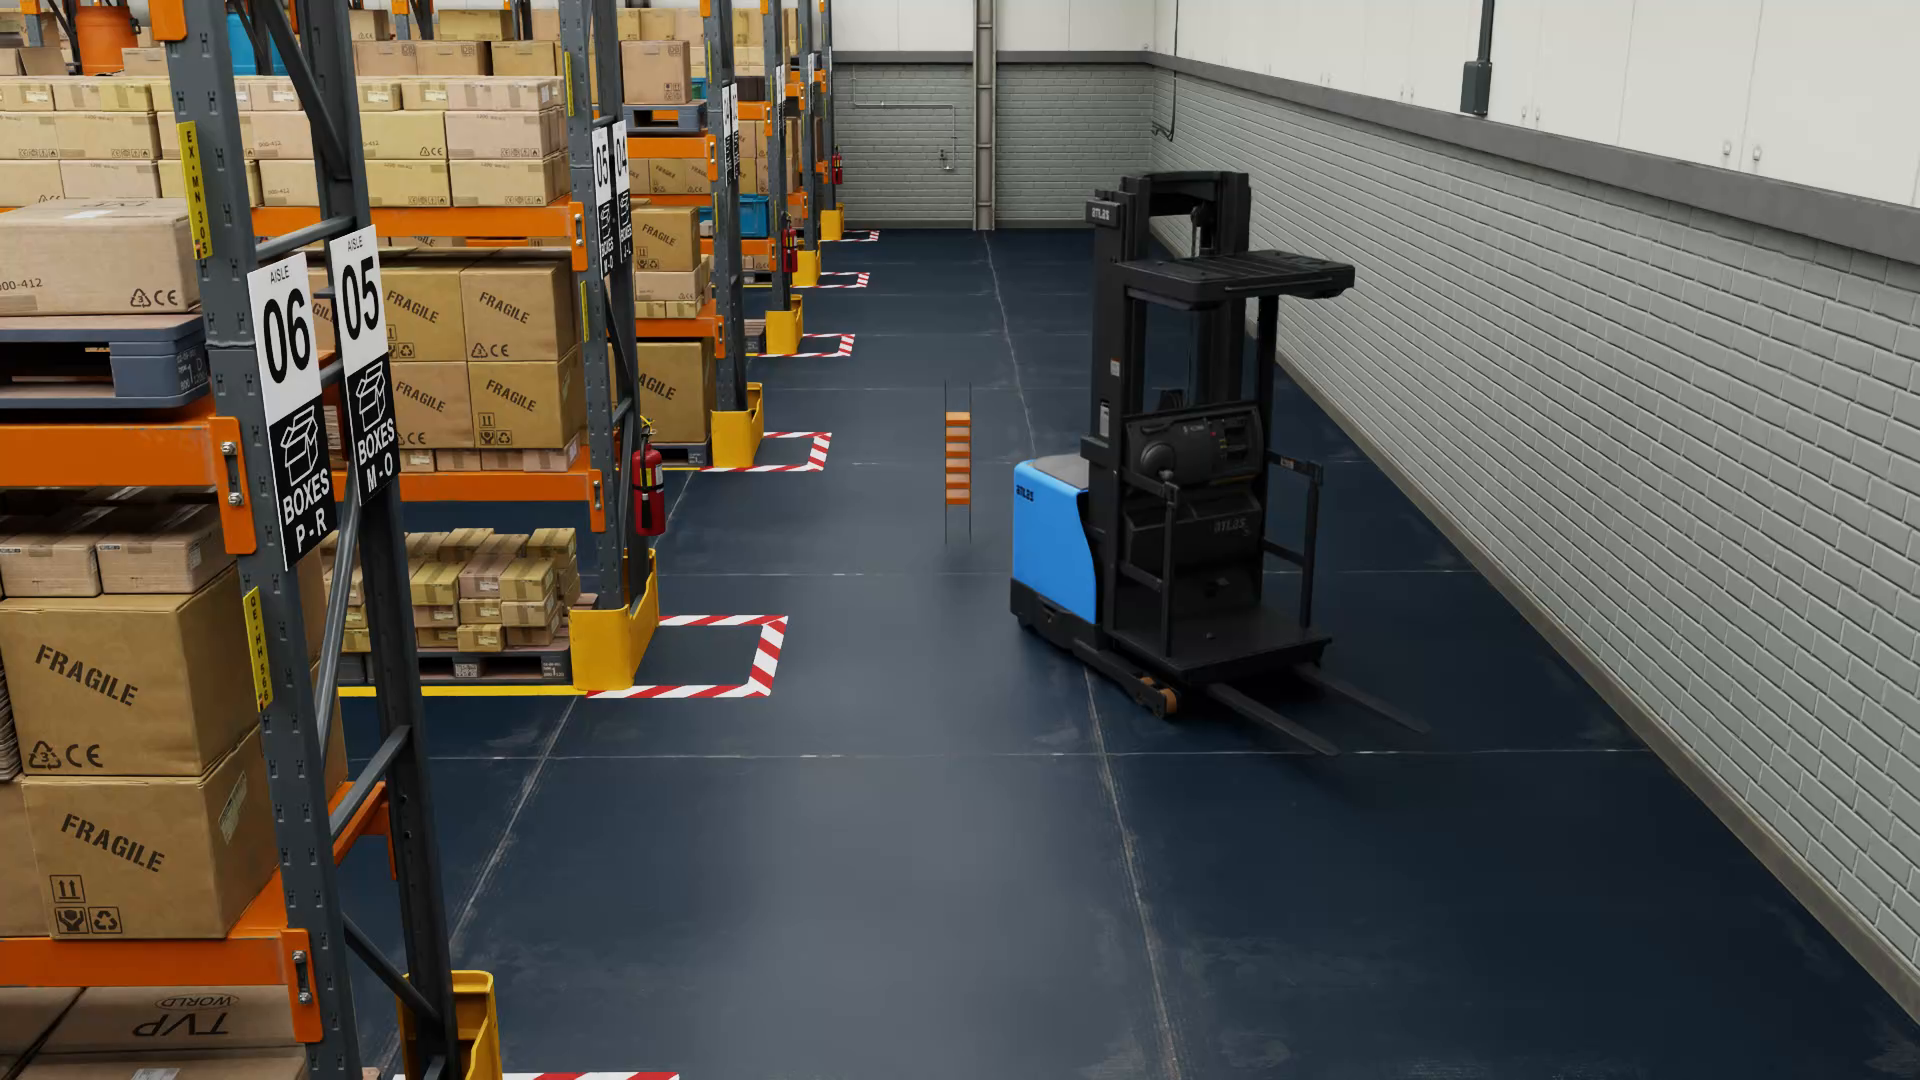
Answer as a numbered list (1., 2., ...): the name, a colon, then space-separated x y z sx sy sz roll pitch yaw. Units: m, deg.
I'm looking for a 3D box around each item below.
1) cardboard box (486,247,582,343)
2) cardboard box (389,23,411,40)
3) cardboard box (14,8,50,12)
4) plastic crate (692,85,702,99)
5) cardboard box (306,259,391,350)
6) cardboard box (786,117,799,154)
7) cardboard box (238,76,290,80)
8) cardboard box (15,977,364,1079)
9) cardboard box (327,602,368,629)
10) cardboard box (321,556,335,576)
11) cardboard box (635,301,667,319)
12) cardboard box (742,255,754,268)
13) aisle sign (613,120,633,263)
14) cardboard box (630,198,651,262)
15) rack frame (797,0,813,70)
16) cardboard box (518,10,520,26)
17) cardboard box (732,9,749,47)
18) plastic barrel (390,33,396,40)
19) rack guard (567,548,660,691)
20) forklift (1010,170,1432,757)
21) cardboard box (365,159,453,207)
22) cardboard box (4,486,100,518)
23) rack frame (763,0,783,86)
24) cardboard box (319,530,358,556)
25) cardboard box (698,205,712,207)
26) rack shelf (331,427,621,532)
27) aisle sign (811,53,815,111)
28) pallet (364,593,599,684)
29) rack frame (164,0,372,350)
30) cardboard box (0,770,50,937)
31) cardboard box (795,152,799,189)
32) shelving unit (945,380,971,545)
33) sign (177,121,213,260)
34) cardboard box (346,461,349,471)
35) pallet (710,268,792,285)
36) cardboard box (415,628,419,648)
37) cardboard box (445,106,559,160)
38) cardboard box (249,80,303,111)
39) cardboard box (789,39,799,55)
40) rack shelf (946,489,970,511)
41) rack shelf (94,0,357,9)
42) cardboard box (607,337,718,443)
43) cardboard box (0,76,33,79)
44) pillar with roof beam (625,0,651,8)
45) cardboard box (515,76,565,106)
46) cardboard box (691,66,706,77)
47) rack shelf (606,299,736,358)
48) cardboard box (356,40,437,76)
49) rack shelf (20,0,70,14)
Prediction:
1. cardboard box: -2.500 -1.465 9.916 0.500 0.500 0.500 0 18 -1
2. cardboard box: -8.014 -6.979 23.466 0.600 0.600 0.600 -1 18 -3
3. cardboard box: -15.304 -8.587 27.662 0.500 0.500 0.500 1 18 2
4. plastic crate: -3.084 -4.984 18.610 0.336 0.188 0.450 0 18 -1
5. cardboard box: -3.527 -1.300 9.402 0.500 0.500 0.500 1 18 2
6. cardboard box: -2.624 -5.864 24.115 0.500 0.500 0.500 0 18 1
7. cardboard box: -3.927 -2.575 9.527 0.250 0.149 0.380 0 18 1
8. cardboard box: -2.526 1.844 5.394 0.875 0.438 0.875 -1 18 -3
9. cardboard box: -3.607 0.394 9.900 0.250 0.149 0.380 0 18 0
10. cardboard box: -3.874 0.225 9.942 0.250 0.149 0.380 -1 18 -3
11. cardboard box: -2.635 -2.012 14.321 0.250 0.149 0.380 0 18 0
12. cardboard box: -3.123 -4.070 24.241 0.250 0.166 0.380 0 18 -1
13. aisle sign: -1.978 -2.050 9.773 0.004 0.787 0.394 0 18 -1
14. cardboard box: -3.008 -2.741 14.712 0.500 0.500 0.500 -1 18 -2
15. rack frame: -2.176 -8.118 23.123 0.127 3.000 1.000 0 18 -1
16. cardboard box: -7.692 -8.826 28.129 0.500 0.250 0.500 -1 18 -3
17. cardboard box: -3.191 -7.230 23.463 0.500 0.500 0.700 0 18 -1
18. plastic barrel: -6.632 -5.496 18.950 0.433 0.535 0.433 0 18 0
19. rack guard: -2.123 0.470 10.264 0.348 0.500 1.175 0 18 -1
20. forklift: 1.465 -0.545 9.448 1.130 2.935 3.031 -9 20 -27
21. cardboard box: -3.007 -1.990 9.175 0.500 0.250 0.500 0 18 -1
22. cardboard box: -2.749 -0.135 5.197 0.250 0.149 0.380 0 18 1
23. rack frame: -2.102 -6.605 18.406 0.127 3.000 1.000 0 18 -1
24. cardboard box: -3.891 0.065 10.441 0.250 0.149 0.380 0 18 0
25. cardboard box: -4.493 -5.740 28.936 0.500 0.500 0.700 0 18 0
26. rack shelf: -4.046 -0.368 9.963 4.000 0.370 1.077 0 18 -1
27. aisle sign: -2.113 -6.589 23.922 0.004 0.787 0.394 0 18 -1
28. pallet: -2.935 0.601 10.330 1.213 0.211 1.003 0 18 -1
29. rack frame: -1.867 -2.066 4.256 0.127 3.000 1.000 0 18 -1
30. cardboard box: -2.848 0.824 4.904 0.500 0.500 0.500 -1 18 -2
31. cardboard box: -2.624 -5.388 24.268 0.500 0.500 0.500 0 18 0
32. shelving unit: -0.014 -0.571 12.364 0.189 1.200 0.258 0 18 -1
33. sign: -1.873 -0.856 4.074 0.005 0.325 0.100 0 18 -1
34. cardboard box: -3.387 -0.517 9.660 0.250 0.149 0.380 -1 18 -3
35. pallet: -3.050 -3.929 24.451 1.213 0.211 1.003 0 18 -1
36. cardboard box: -3.337 0.515 10.010 0.250 0.149 0.380 0 18 0
37. cardboard box: -2.503 -2.236 9.123 0.500 0.250 0.500 -1 18 -3
38. cardboard box: -3.655 -2.418 9.037 0.250 0.149 0.380 0 18 0
39. cardboard box: -2.986 -8.294 27.977 0.500 0.250 0.500 0 18 1
40. rack shelf: -0.014 -0.300 12.451 0.180 0.103 0.258 0 18 -1
41. rack shelf: -12.257 -9.050 27.860 4.000 0.370 1.077 0 18 -1
42. cardboard box: -2.662 -1.397 14.782 0.875 0.875 0.875 0 18 -1
43. cardboard box: -5.473 -2.575 9.529 0.250 0.149 0.380 0 18 1
44. pillar with roof beam: -5.504 -8.565 24.514 0.400 9.000 9.100 0 18 -1
45. cardboard box: -2.374 -2.573 9.523 0.250 0.149 0.380 0 18 -1
46. cardboard box: -3.686 -6.530 23.328 0.500 0.250 0.500 0 18 -1
47. rack shelf: -4.024 -1.884 14.687 4.000 0.370 1.077 0 18 -1
48. cardboard box: -4.704 -3.964 14.067 0.500 0.500 0.700 1 18 2
49. rack shelf: -12.101 -6.024 18.427 4.000 0.370 1.077 0 18 -1
